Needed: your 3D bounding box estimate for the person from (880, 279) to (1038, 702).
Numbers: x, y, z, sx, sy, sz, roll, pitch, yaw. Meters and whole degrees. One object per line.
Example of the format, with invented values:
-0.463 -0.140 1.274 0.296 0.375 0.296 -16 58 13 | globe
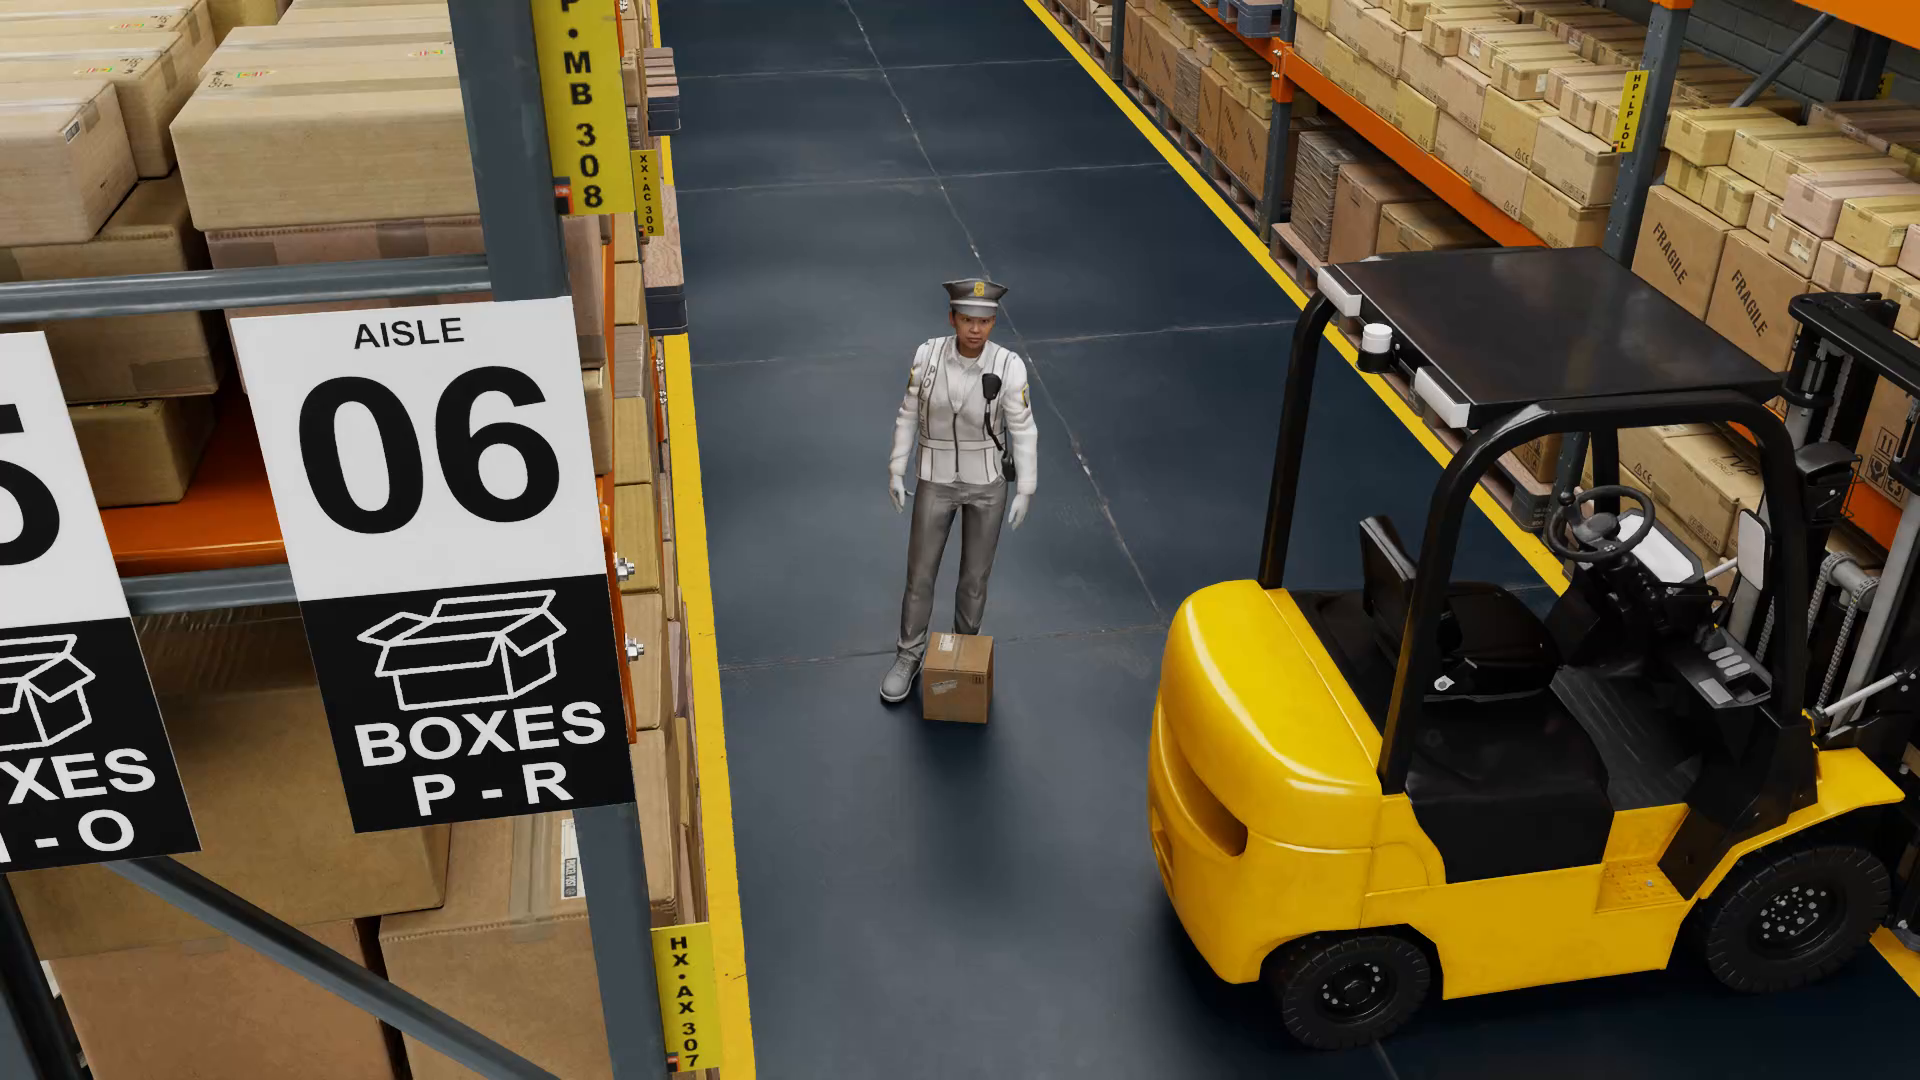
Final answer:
-0.003 -0.188 6.397 0.587 1.696 0.533 5 31 7 | person
